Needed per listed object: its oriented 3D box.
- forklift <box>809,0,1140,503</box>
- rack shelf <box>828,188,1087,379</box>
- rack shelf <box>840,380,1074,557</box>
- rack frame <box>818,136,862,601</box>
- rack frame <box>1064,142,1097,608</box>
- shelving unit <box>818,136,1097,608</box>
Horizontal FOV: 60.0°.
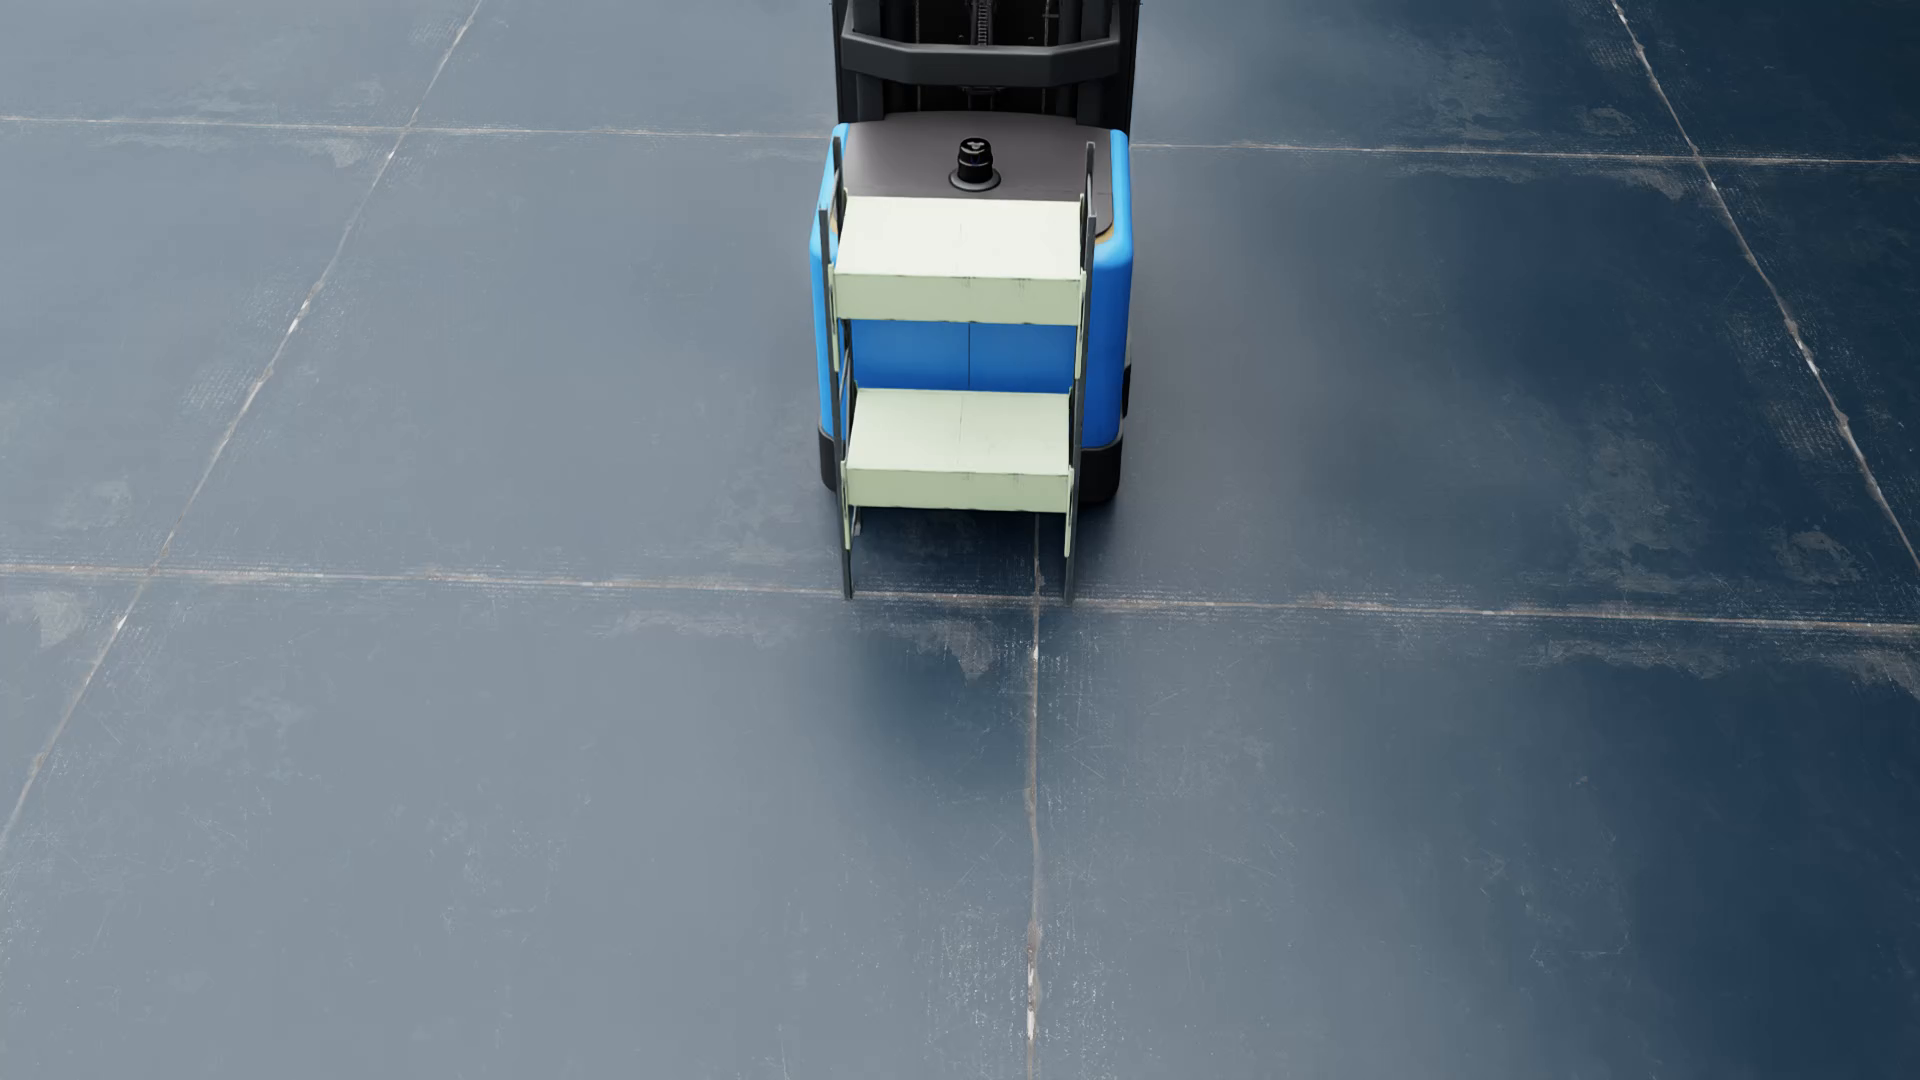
[{"bbox_3d":[0.102,-2.193,5.954,1.130,2.935,3.031,2,43,2],"label":"forklift"},{"bbox_3d":[0.001,-0.757,4.889,0.720,0.370,0.431,2,43,2],"label":"rack shelf"},{"bbox_3d":[0.001,-0.233,5.378,0.720,0.370,0.431,2,43,2],"label":"rack shelf"},{"bbox_3d":[-0.365,-0.483,5.168,0.023,1.500,0.400,2,43,2],"label":"rack frame"},{"bbox_3d":[0.367,-0.459,5.143,0.023,1.500,0.400,2,43,2],"label":"rack frame"},{"bbox_3d":[0.001,-0.471,5.155,0.755,1.500,0.431,2,43,2],"label":"shelving unit"}]
